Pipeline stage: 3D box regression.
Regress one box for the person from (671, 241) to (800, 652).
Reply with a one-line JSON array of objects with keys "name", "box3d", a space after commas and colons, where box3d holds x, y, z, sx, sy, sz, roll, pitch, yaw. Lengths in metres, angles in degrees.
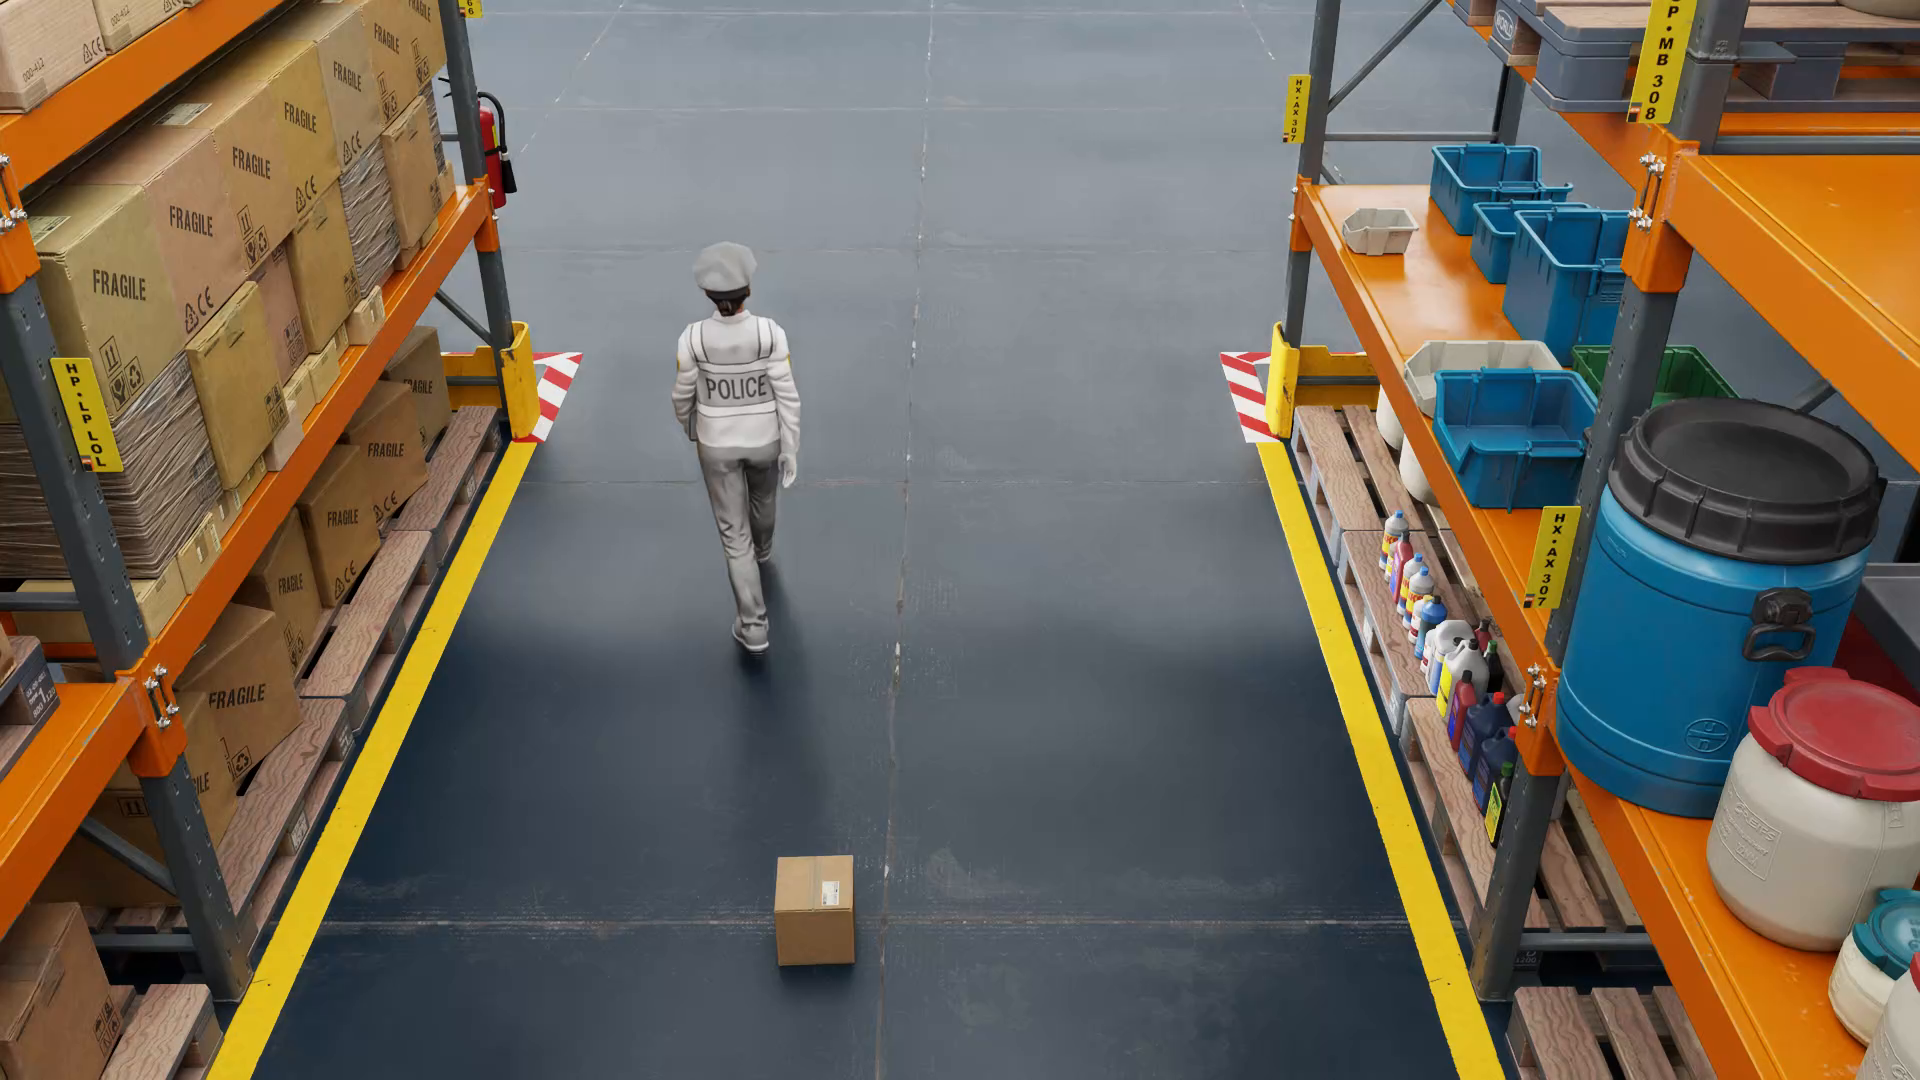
[{"name": "person", "box3d": [-0.920, -0.456, 6.816, 0.496, 1.620, 1.018, -8, 33, -13]}]
